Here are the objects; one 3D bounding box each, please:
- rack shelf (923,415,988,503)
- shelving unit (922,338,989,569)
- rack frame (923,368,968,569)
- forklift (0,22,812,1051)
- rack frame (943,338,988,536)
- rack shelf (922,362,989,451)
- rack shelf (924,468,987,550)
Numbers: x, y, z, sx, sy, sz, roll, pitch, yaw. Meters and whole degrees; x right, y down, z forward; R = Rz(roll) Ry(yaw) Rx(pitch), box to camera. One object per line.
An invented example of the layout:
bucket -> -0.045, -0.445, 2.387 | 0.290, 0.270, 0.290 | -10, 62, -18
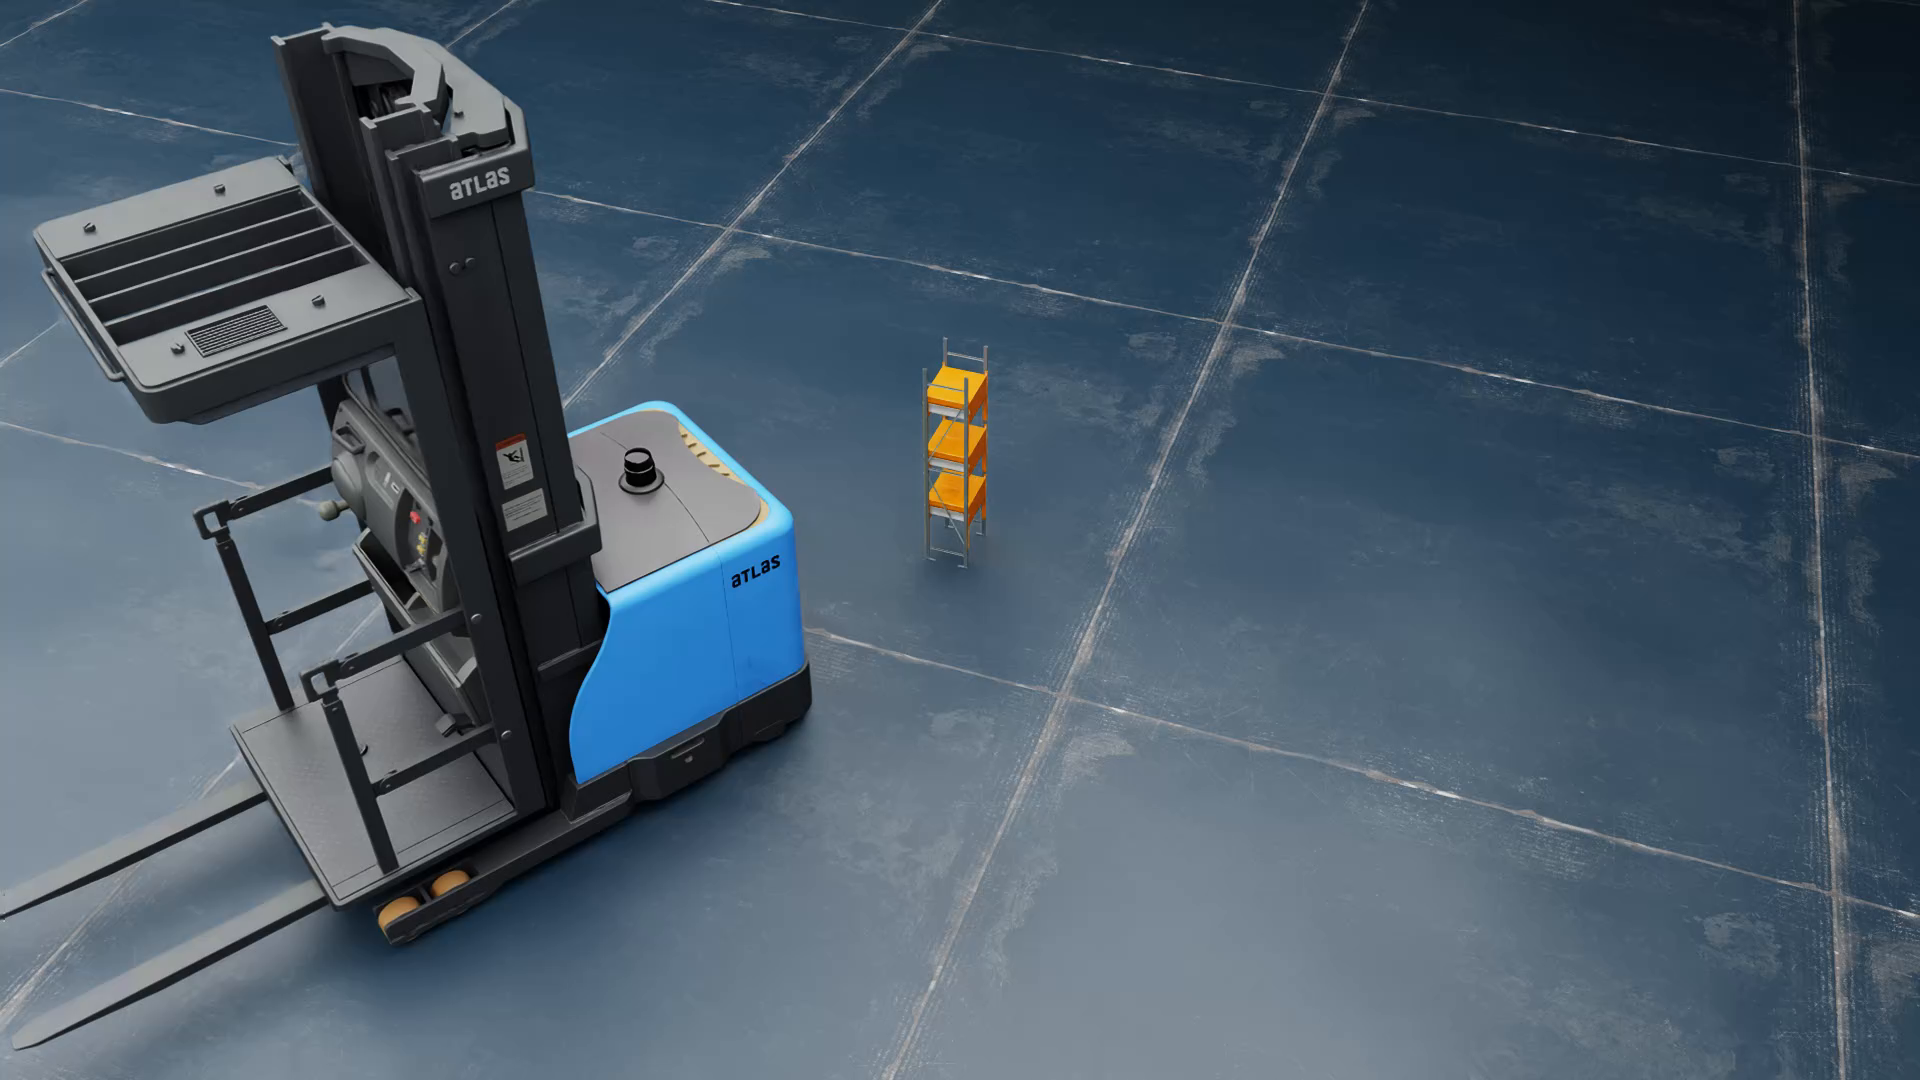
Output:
rack shelf -> -0.018, -0.359, 7.331 | 0.215, 0.259, 0.240 | 13, 42, 15
shelving unit -> -0.018, -0.367, 7.325 | 0.215, 1.050, 0.252 | 13, 42, 15
rack frame -> -0.060, -0.292, 7.237 | 0.200, 1.050, 0.008 | 13, 42, 15
forklift -> -2.083, -0.055, 5.510 | 3.031, 2.935, 1.130 | -27, 47, -28
rack frame -> 0.023, -0.441, 7.412 | 0.200, 1.050, 0.008 | 13, 42, 15
rack shelf -> -0.018, -0.575, 7.147 | 0.215, 0.259, 0.240 | 13, 42, 15
rack shelf -> -0.018, -0.147, 7.512 | 0.215, 0.259, 0.240 | 13, 42, 15
